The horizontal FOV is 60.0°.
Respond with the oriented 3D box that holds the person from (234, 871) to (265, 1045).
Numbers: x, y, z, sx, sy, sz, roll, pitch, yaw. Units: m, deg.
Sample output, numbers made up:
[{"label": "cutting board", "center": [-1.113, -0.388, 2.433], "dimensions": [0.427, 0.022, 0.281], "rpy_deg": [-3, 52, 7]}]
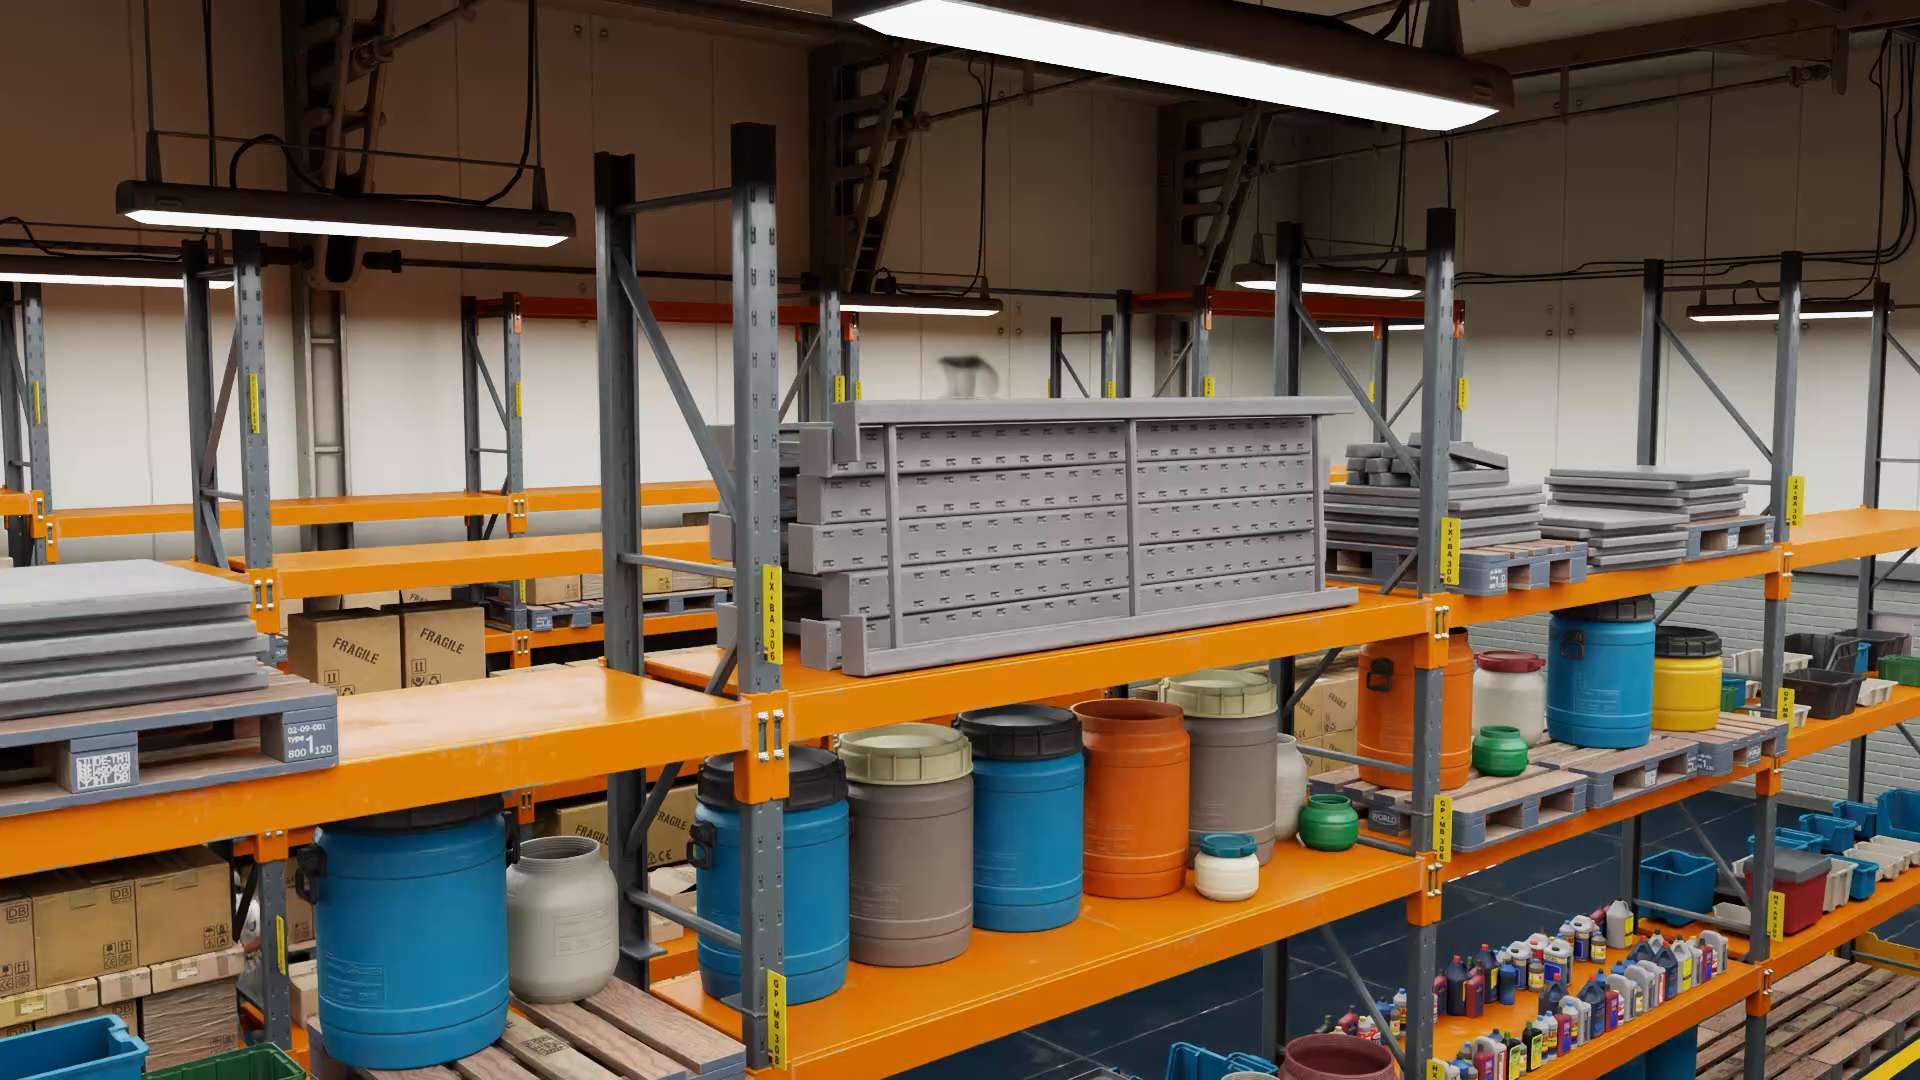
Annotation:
[{"label": "person", "center": [-5.347, 3.213, 12.482], "dimensions": [0.594, 1.596, 0.684], "rpy_deg": [3, 6, 32]}]
